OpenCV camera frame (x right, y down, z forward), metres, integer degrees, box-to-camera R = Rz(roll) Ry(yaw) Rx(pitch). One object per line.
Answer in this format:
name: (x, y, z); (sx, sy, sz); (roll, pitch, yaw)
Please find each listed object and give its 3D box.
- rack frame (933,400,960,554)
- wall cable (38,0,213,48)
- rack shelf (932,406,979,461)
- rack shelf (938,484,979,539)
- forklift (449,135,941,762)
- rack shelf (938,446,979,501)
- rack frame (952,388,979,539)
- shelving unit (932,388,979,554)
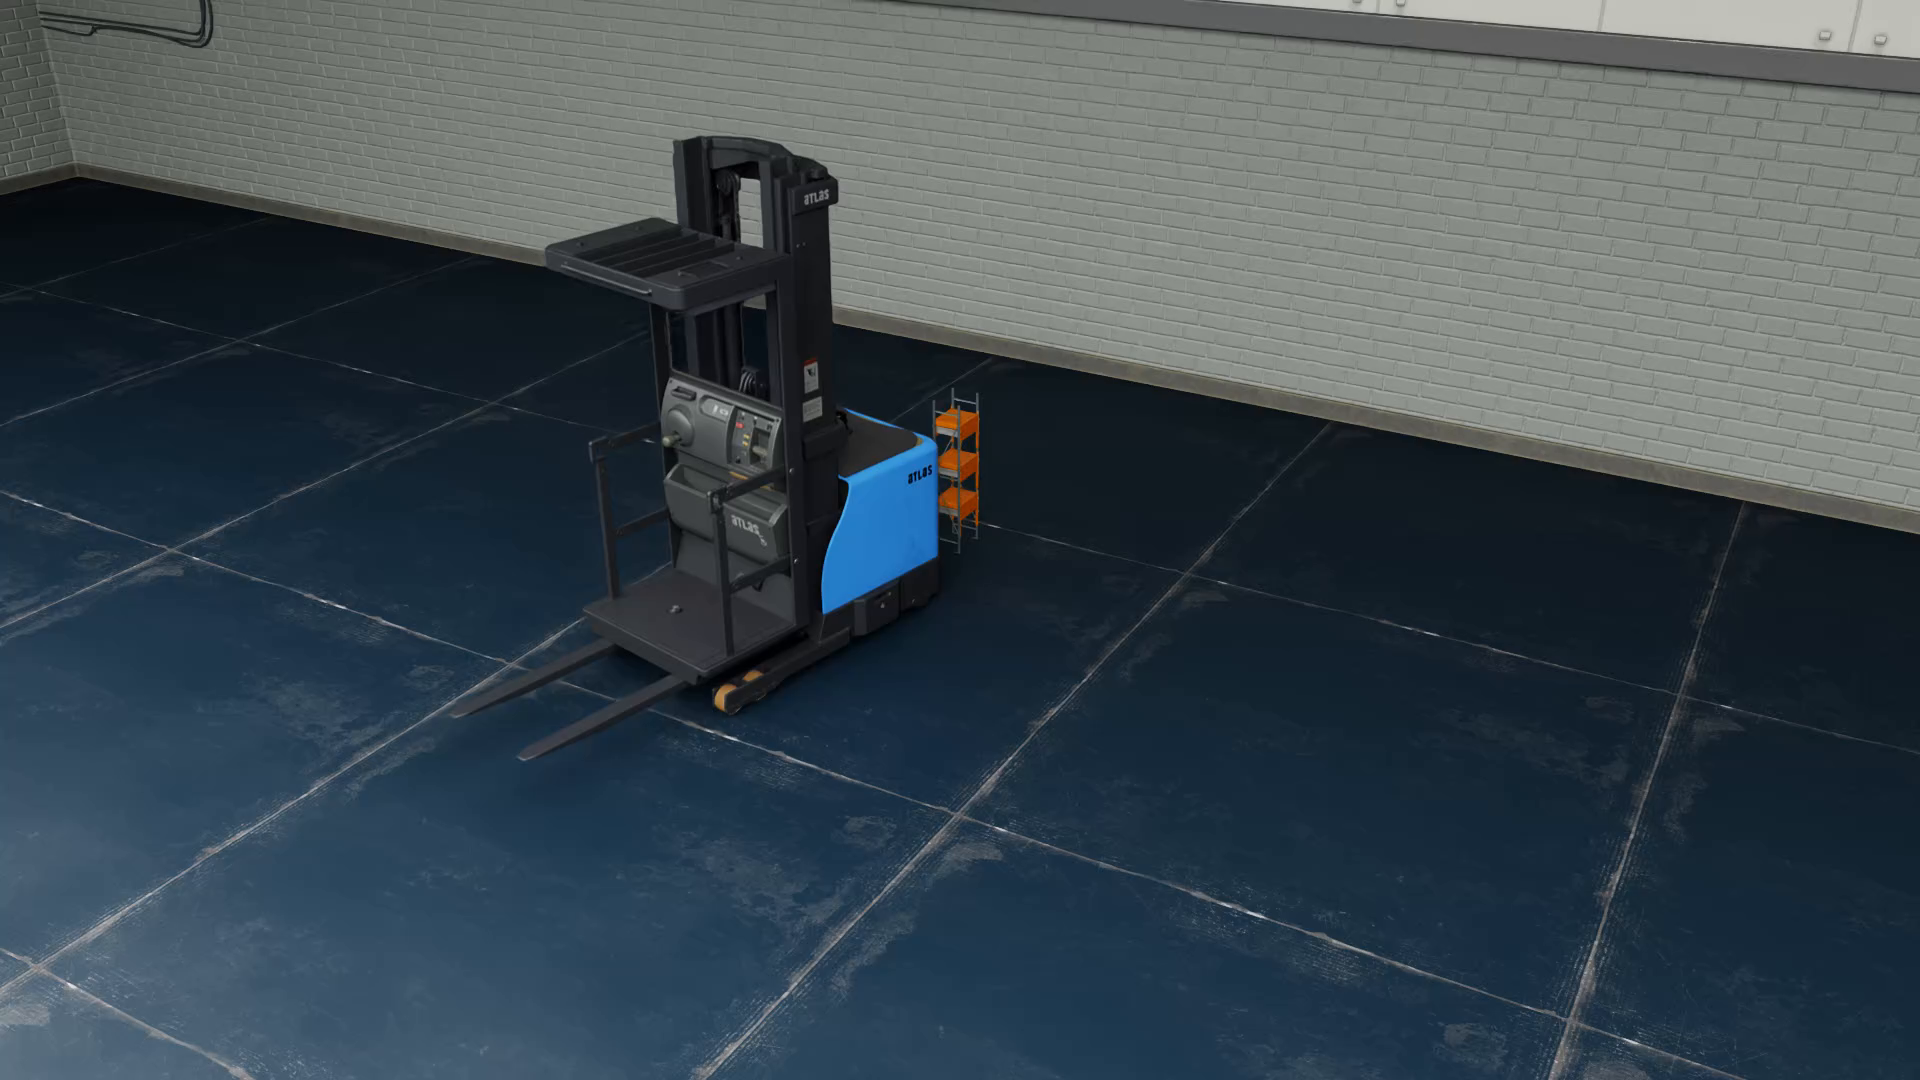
rack frame: (-0.086, -0.401, 10.798); (0.200, 1.050, 0.008); (14, 30, 26)
wall cable: (-9.274, -6.647, 17.864); (3.097, 2.526, 0.112); (14, 30, 26)
rack shelf: (-0.026, -0.693, 10.771); (0.215, 0.259, 0.240); (14, 30, 26)
rack shelf: (-0.026, -0.191, 11.022); (0.215, 0.259, 0.240); (14, 30, 26)
forklift: (-1.467, -0.599, 9.091); (1.130, 2.935, 3.031); (21, 34, 36)
rack shelf: (-0.026, -0.439, 10.898); (0.215, 0.259, 0.240); (14, 30, 26)
rack frame: (0.034, -0.496, 10.988); (0.200, 1.050, 0.008); (14, 30, 26)
shelving unit: (-0.026, -0.449, 10.893); (0.215, 1.050, 0.252); (14, 30, 26)
